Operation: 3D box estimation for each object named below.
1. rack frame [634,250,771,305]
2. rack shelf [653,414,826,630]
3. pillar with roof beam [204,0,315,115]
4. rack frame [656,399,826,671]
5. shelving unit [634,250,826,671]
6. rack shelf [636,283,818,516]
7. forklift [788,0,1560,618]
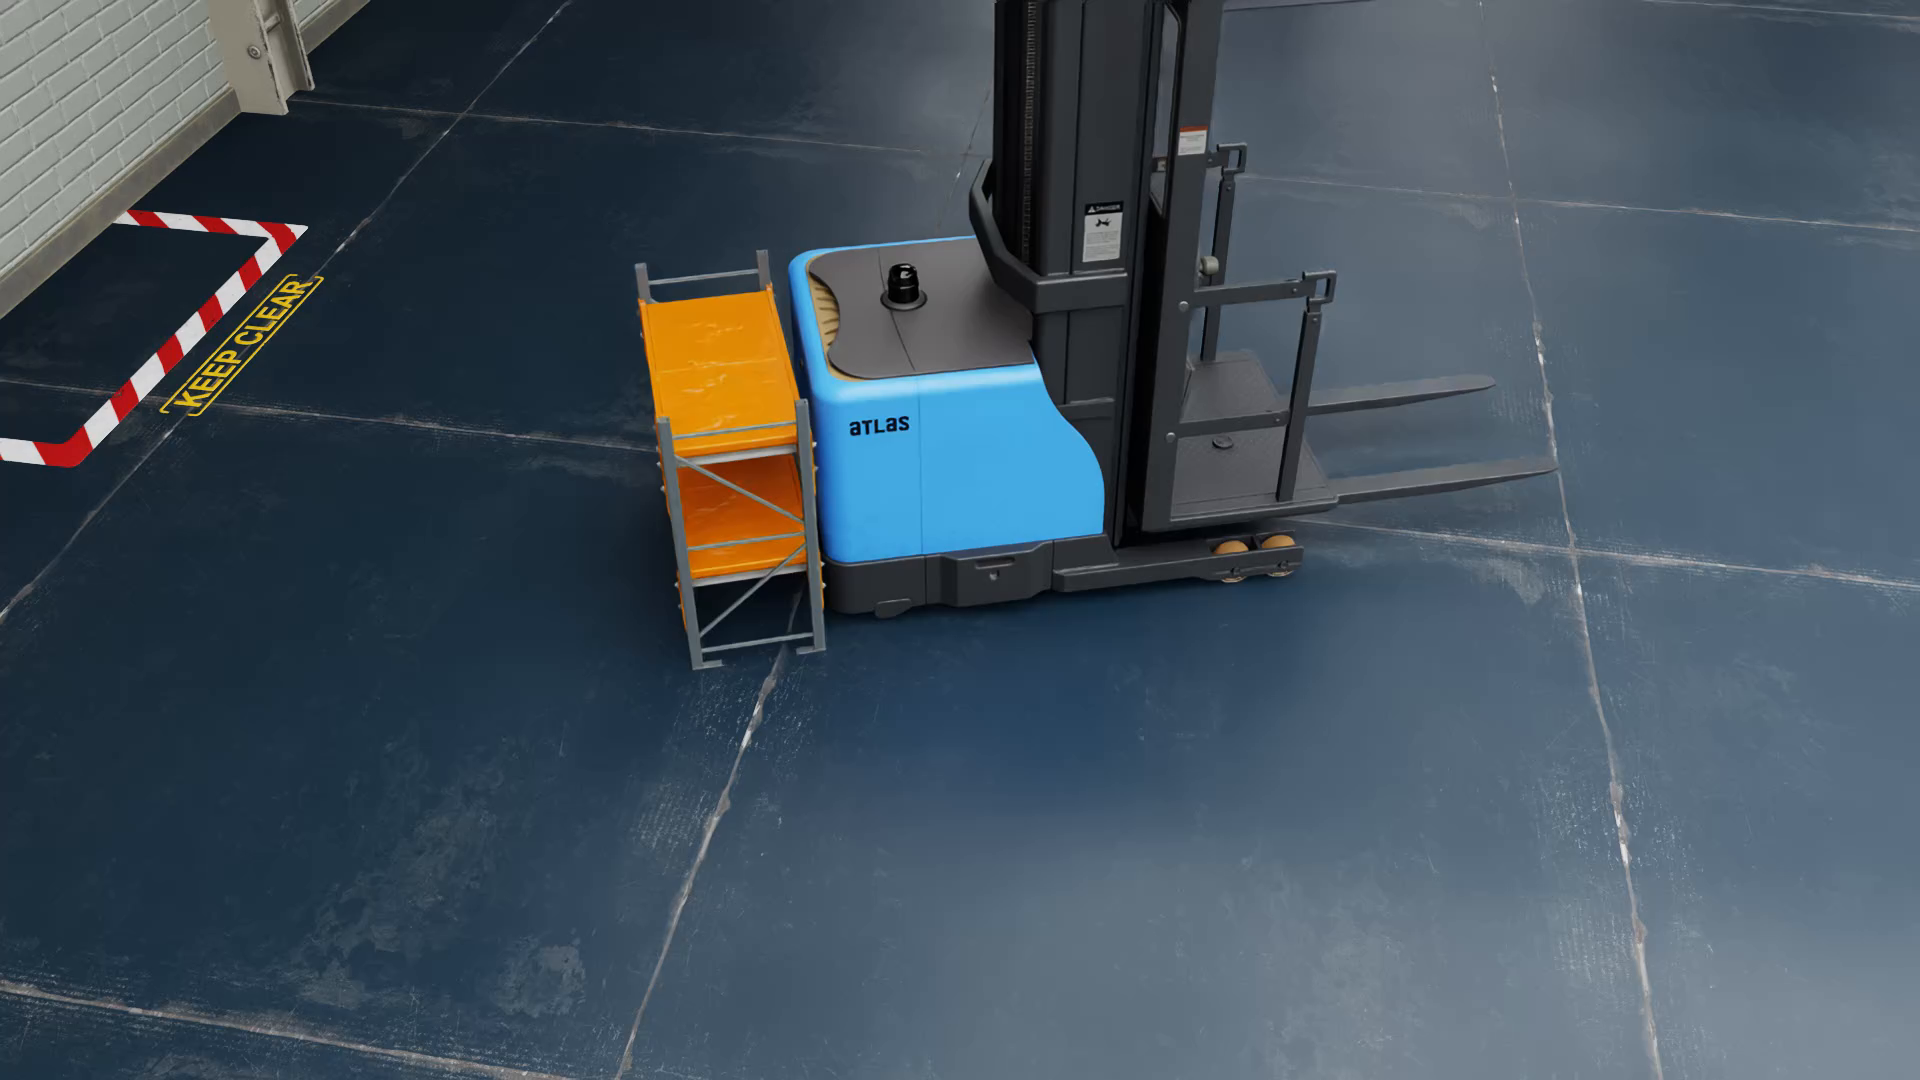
[{"bbox_3d":[-0.973,-0.626,6.624,0.500,1.125,0.032,-8,40,-10],"label":"rack frame"},{"bbox_3d":[-0.862,-0.121,6.397,0.538,0.278,1.000,-8,40,-10],"label":"rack shelf"},{"bbox_3d":[0.153,-5.631,6.498,9.100,9.000,0.400,6,40,8],"label":"pillar with roof beam"},{"bbox_3d":[-0.751,0.007,5.859,0.500,1.125,0.032,-8,40,-10],"label":"rack frame"},{"bbox_3d":[-0.862,-0.310,6.241,0.538,1.125,1.048,-8,40,-10],"label":"shelving unit"},{"bbox_3d":[-0.863,-0.535,6.055,0.538,0.278,1.000,-8,40,-10],"label":"rack shelf"},{"bbox_3d":[0.891,-1.287,6.006,3.031,2.935,1.130,-7,40,-8],"label":"forklift"}]
